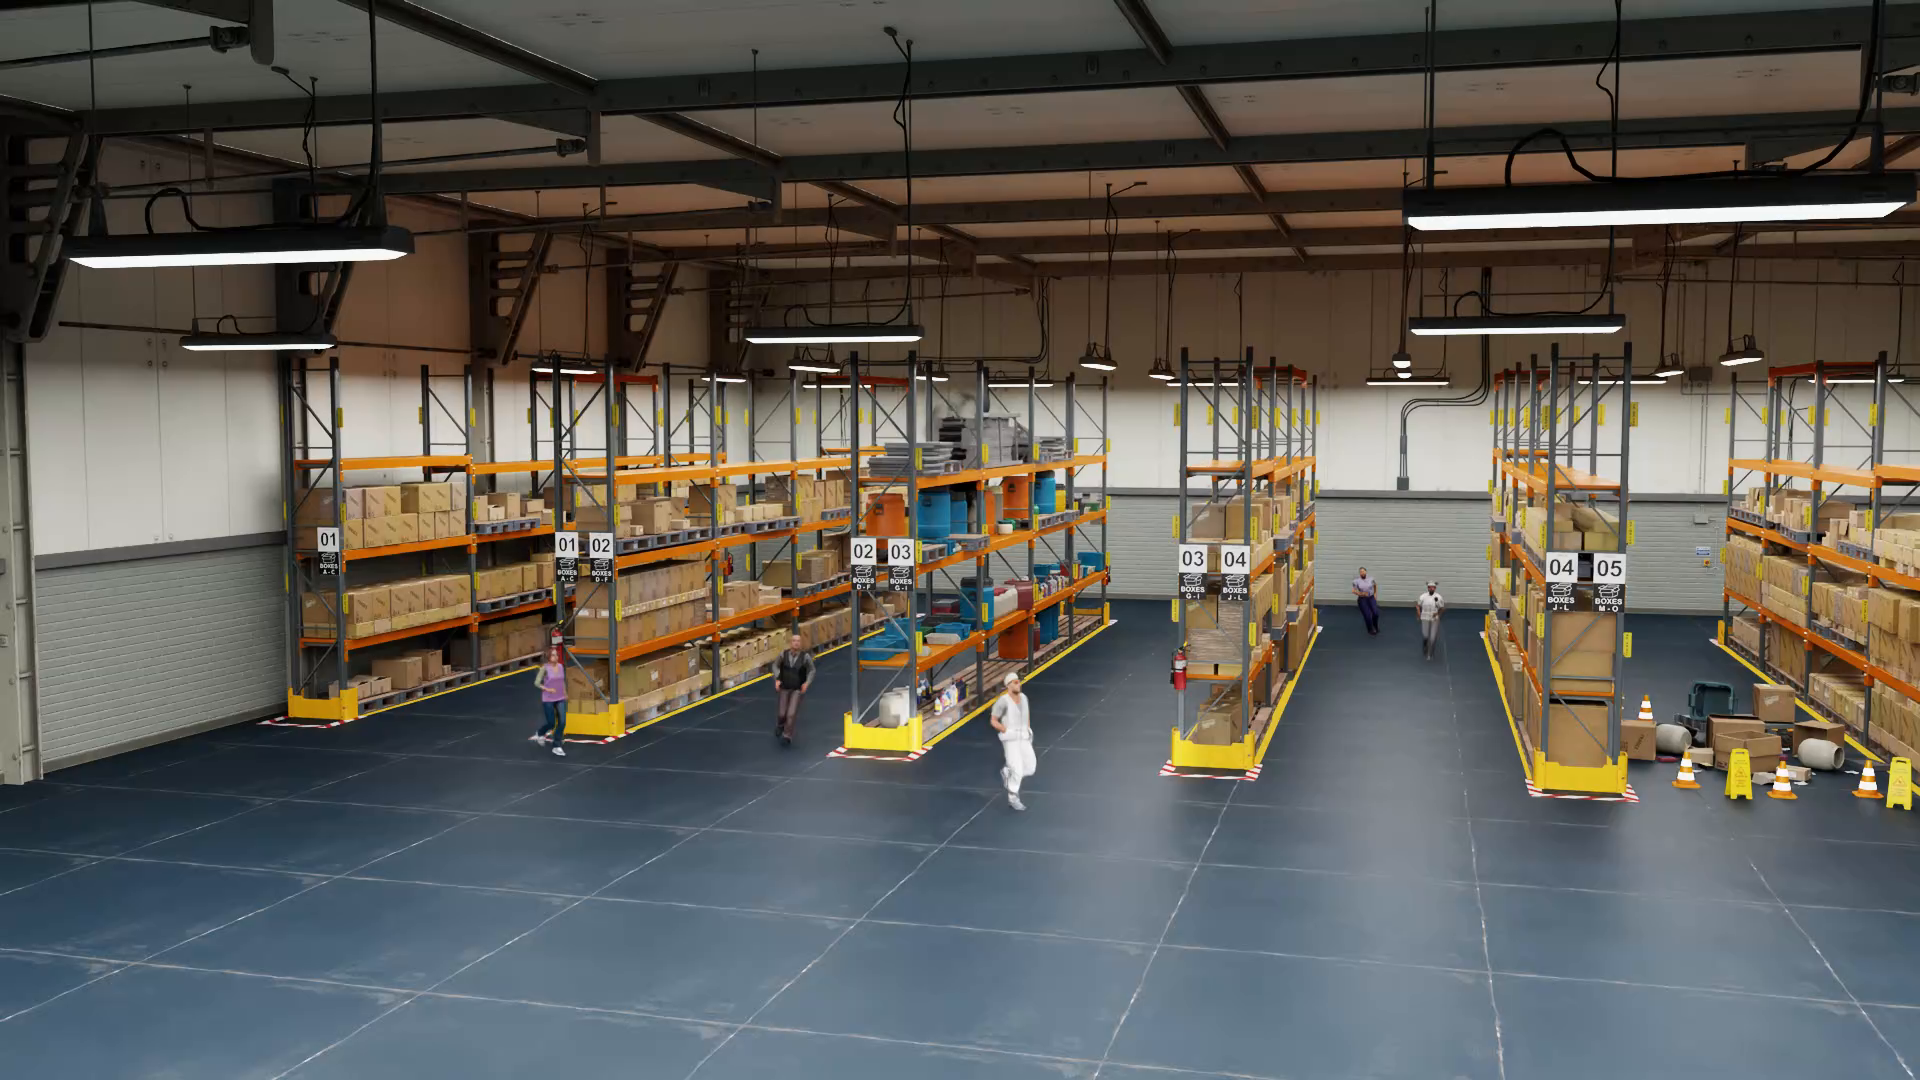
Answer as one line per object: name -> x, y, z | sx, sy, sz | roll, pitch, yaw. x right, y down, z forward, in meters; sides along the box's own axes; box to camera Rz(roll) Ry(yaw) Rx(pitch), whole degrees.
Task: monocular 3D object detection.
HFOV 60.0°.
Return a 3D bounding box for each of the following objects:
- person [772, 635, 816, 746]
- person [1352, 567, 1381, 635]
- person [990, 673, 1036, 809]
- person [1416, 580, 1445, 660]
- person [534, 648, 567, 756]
person -> -2.550, 2.302, 25.610 | 0.685, 1.700, 0.568 | 0, 4, -2
person -> 9.381, 1.406, 38.325 | 0.697, 1.573, 0.532 | 0, 4, 2
person -> 0.682, 2.570, 21.389 | 0.691, 1.740, 0.629 | -4, 6, -41
person -> 9.706, 1.658, 34.336 | 0.573, 1.661, 0.547 | 1, 4, 17
person -> -6.106, 2.403, 24.809 | 0.535, 1.592, 0.637 | -4, 6, -42
